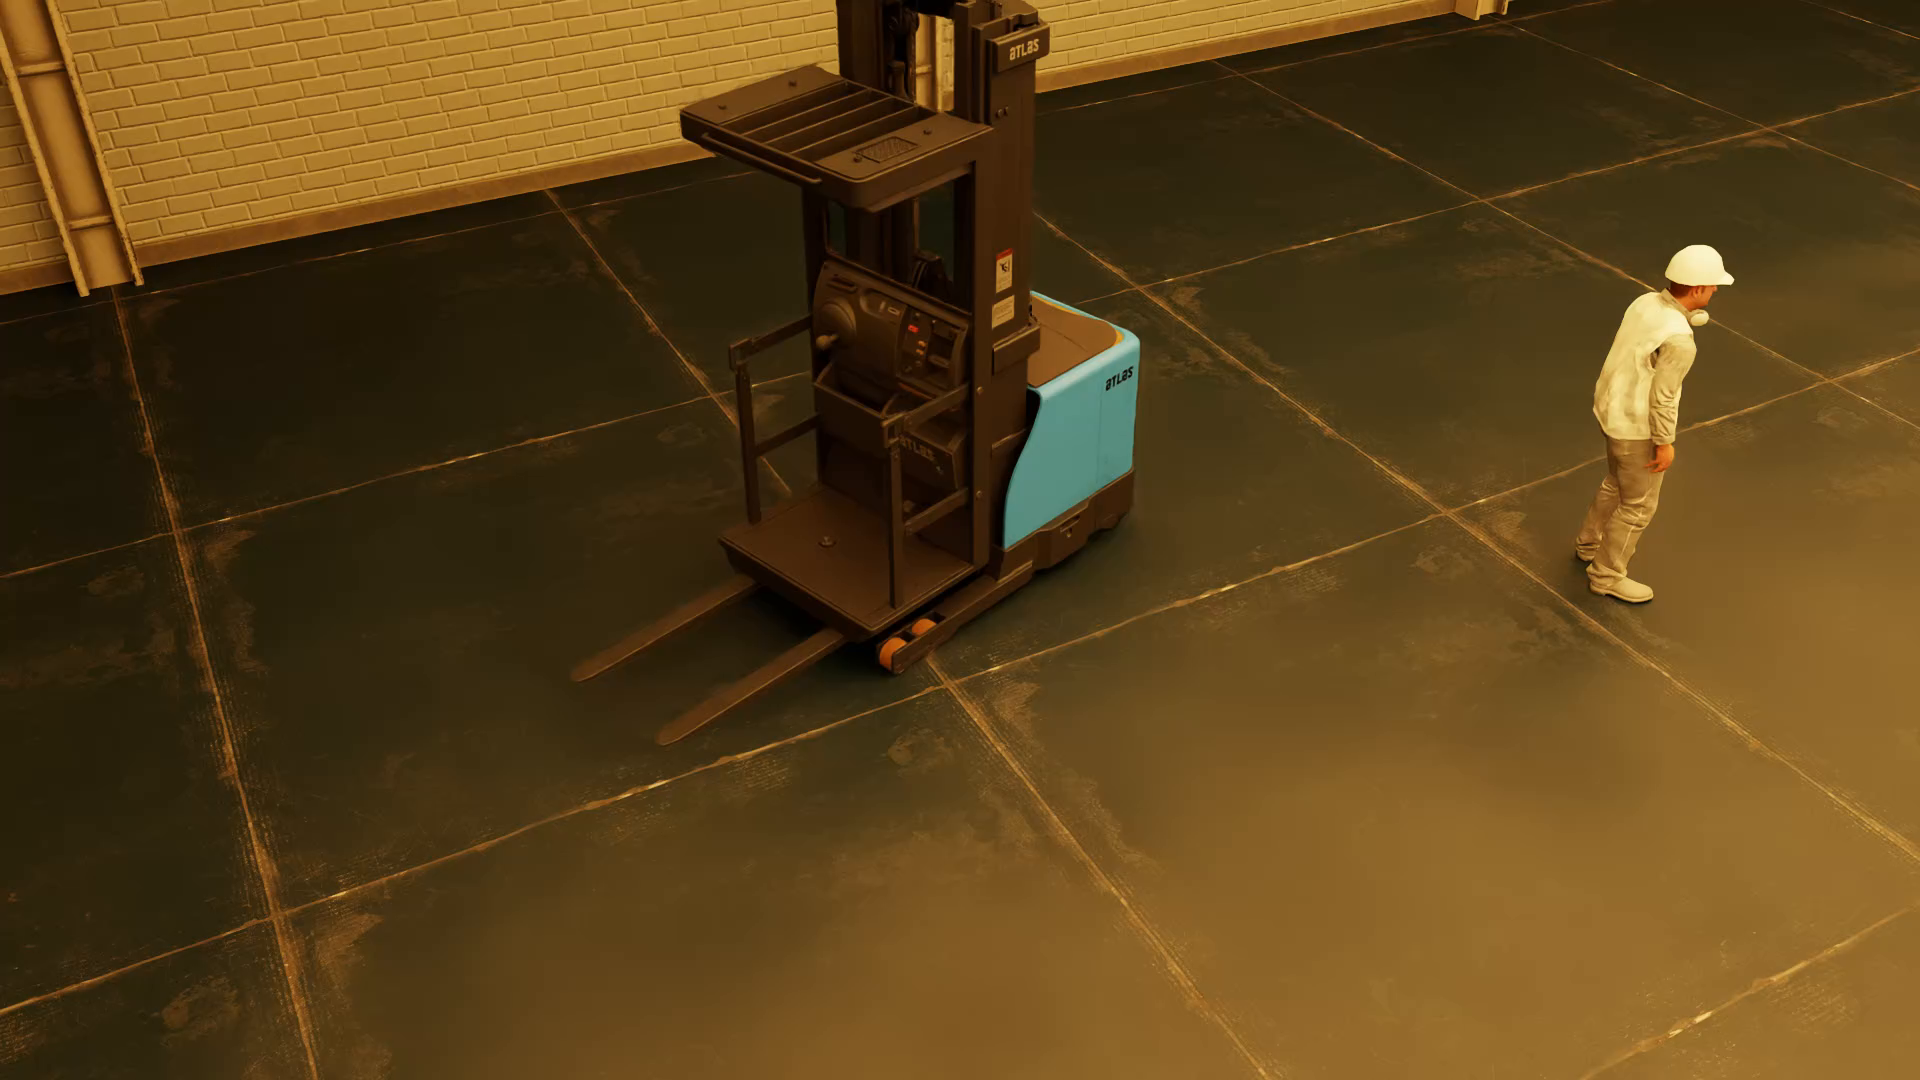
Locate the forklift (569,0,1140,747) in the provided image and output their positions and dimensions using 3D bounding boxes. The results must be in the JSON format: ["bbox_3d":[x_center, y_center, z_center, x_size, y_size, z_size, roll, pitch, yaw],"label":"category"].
[{"bbox_3d":[-0.467,-0.909,7.409,1.130,2.935,3.031,29,44,34],"label":"forklift"}]

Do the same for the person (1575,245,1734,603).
[{"bbox_3d":[3.265,-0.573,7.941,0.464,1.770,0.578,2,35,2],"label":"person"}]
